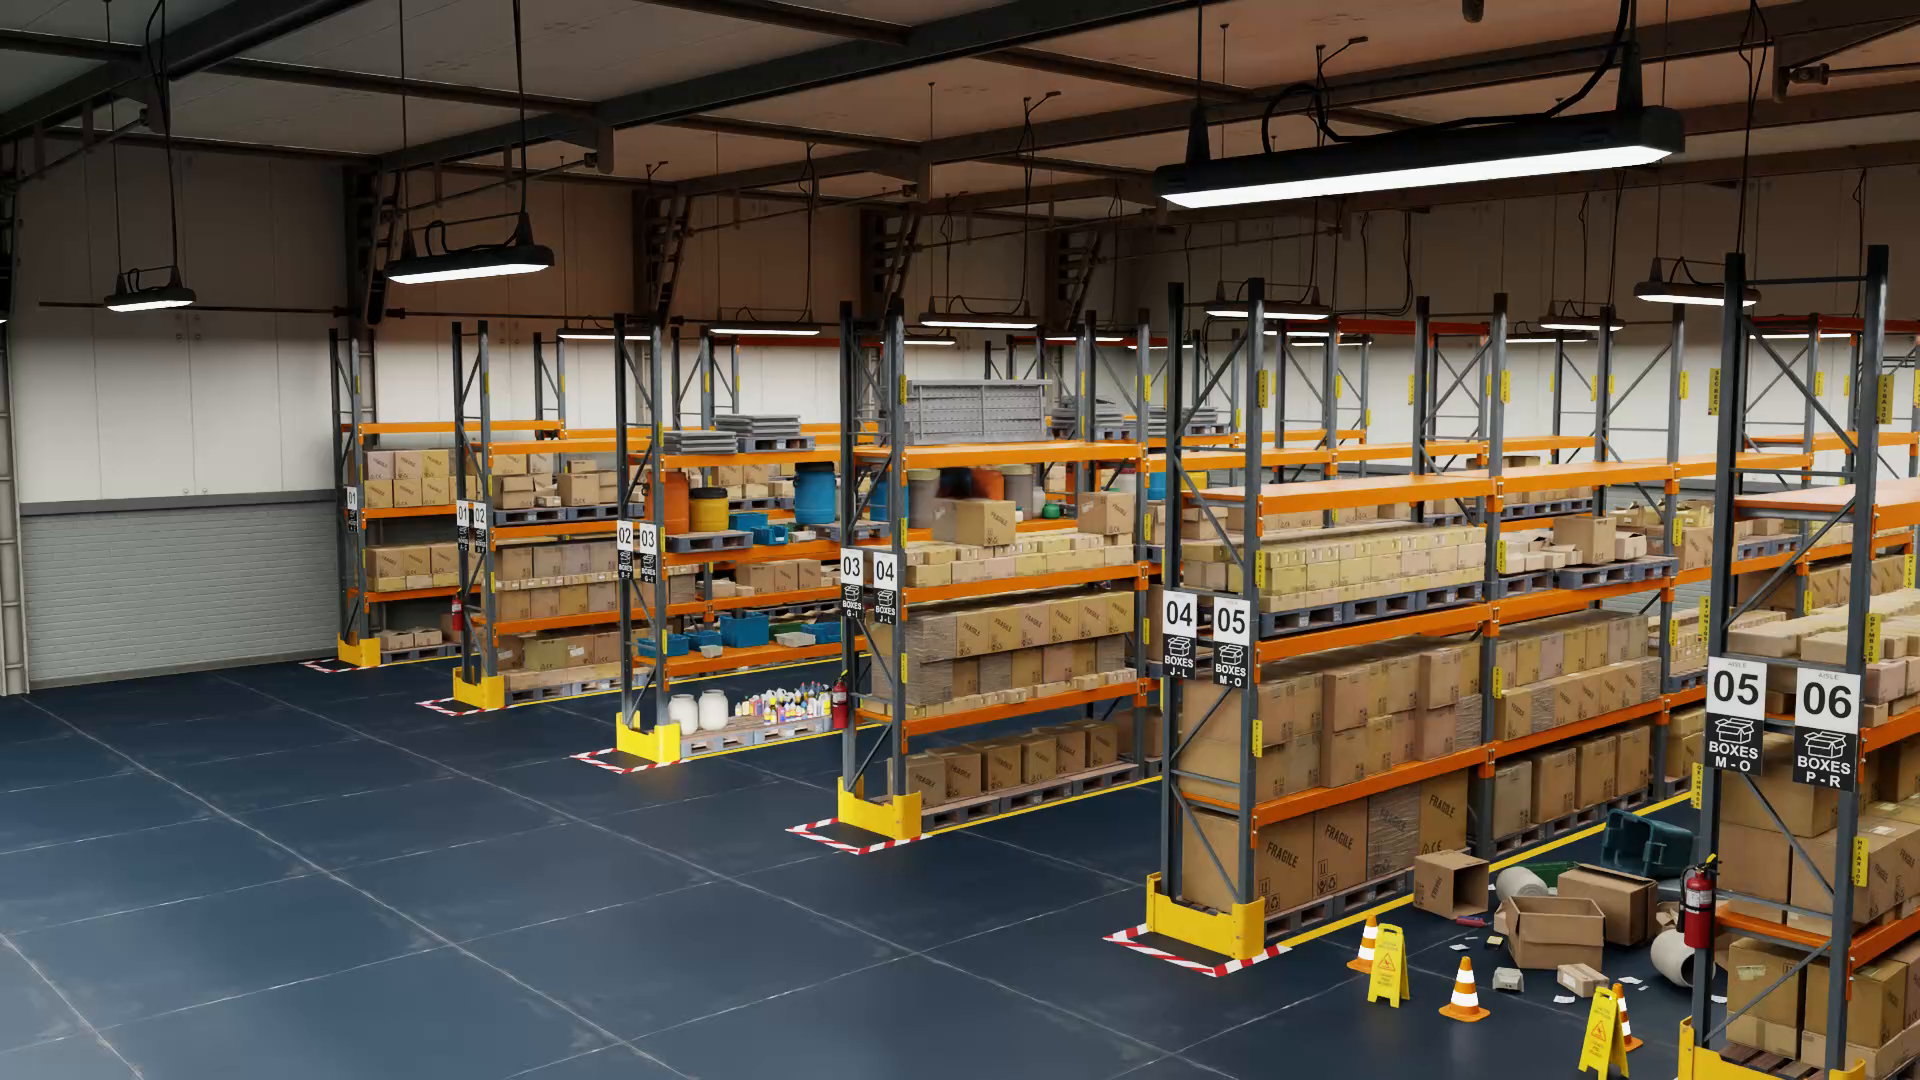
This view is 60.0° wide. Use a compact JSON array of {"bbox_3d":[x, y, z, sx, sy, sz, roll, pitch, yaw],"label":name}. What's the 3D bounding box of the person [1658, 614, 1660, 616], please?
[{"bbox_3d":[10.563,1.897,25.055,0.355,1.604,0.458,2,6,21],"label":"person"}]
